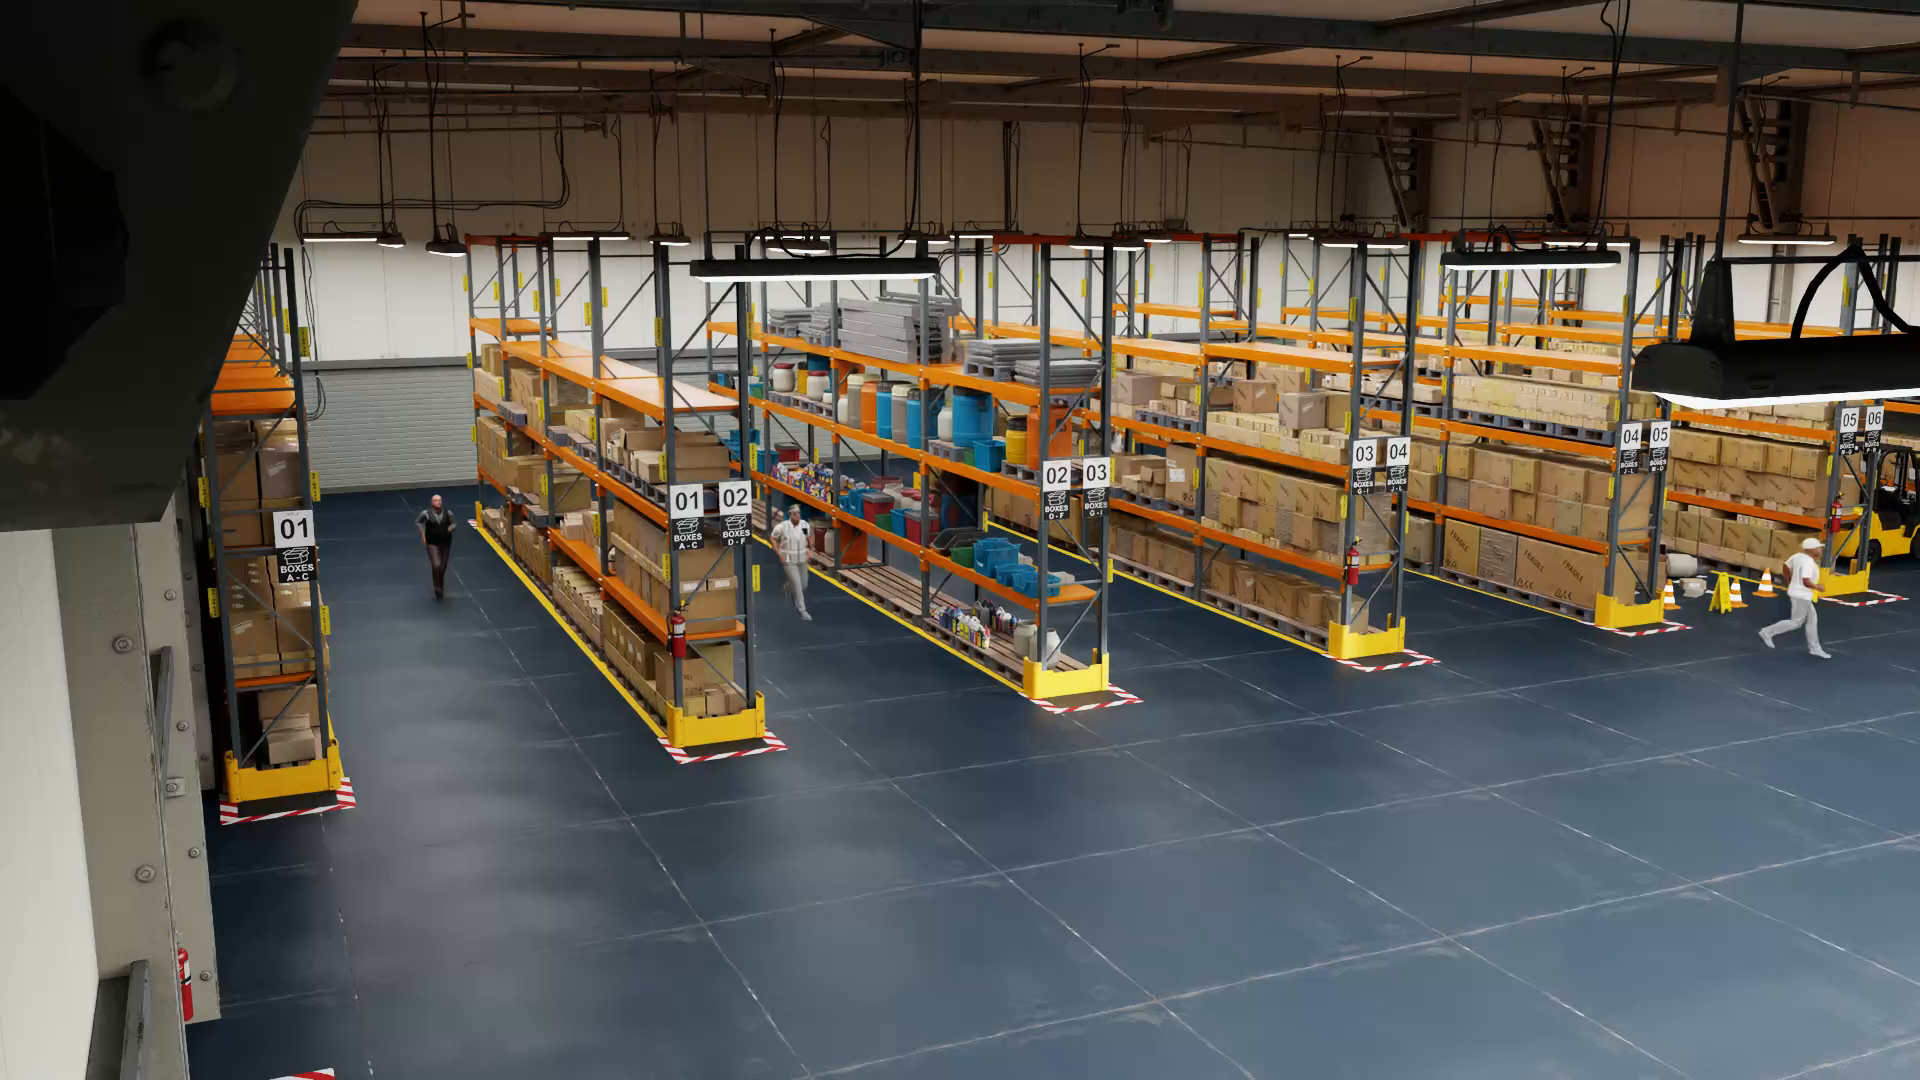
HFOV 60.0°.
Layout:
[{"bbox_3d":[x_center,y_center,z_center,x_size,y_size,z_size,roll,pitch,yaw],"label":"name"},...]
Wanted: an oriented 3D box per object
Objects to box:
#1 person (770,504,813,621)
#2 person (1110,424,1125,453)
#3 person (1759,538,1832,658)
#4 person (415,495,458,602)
[{"bbox_3d":[-2.558,0.300,25.511,0.688,1.779,0.821,-7,13,-31],"label":"person"},{"bbox_3d":[3.464,-1.825,37.880,0.650,1.823,0.814,-4,12,-20],"label":"person"},{"bbox_3d":[12.227,0.834,24.219,1.012,1.757,0.723,3,11,14],"label":"person"},{"bbox_3d":[-8.783,0.118,28.028,0.640,1.785,0.799,-7,13,-34],"label":"person"}]
